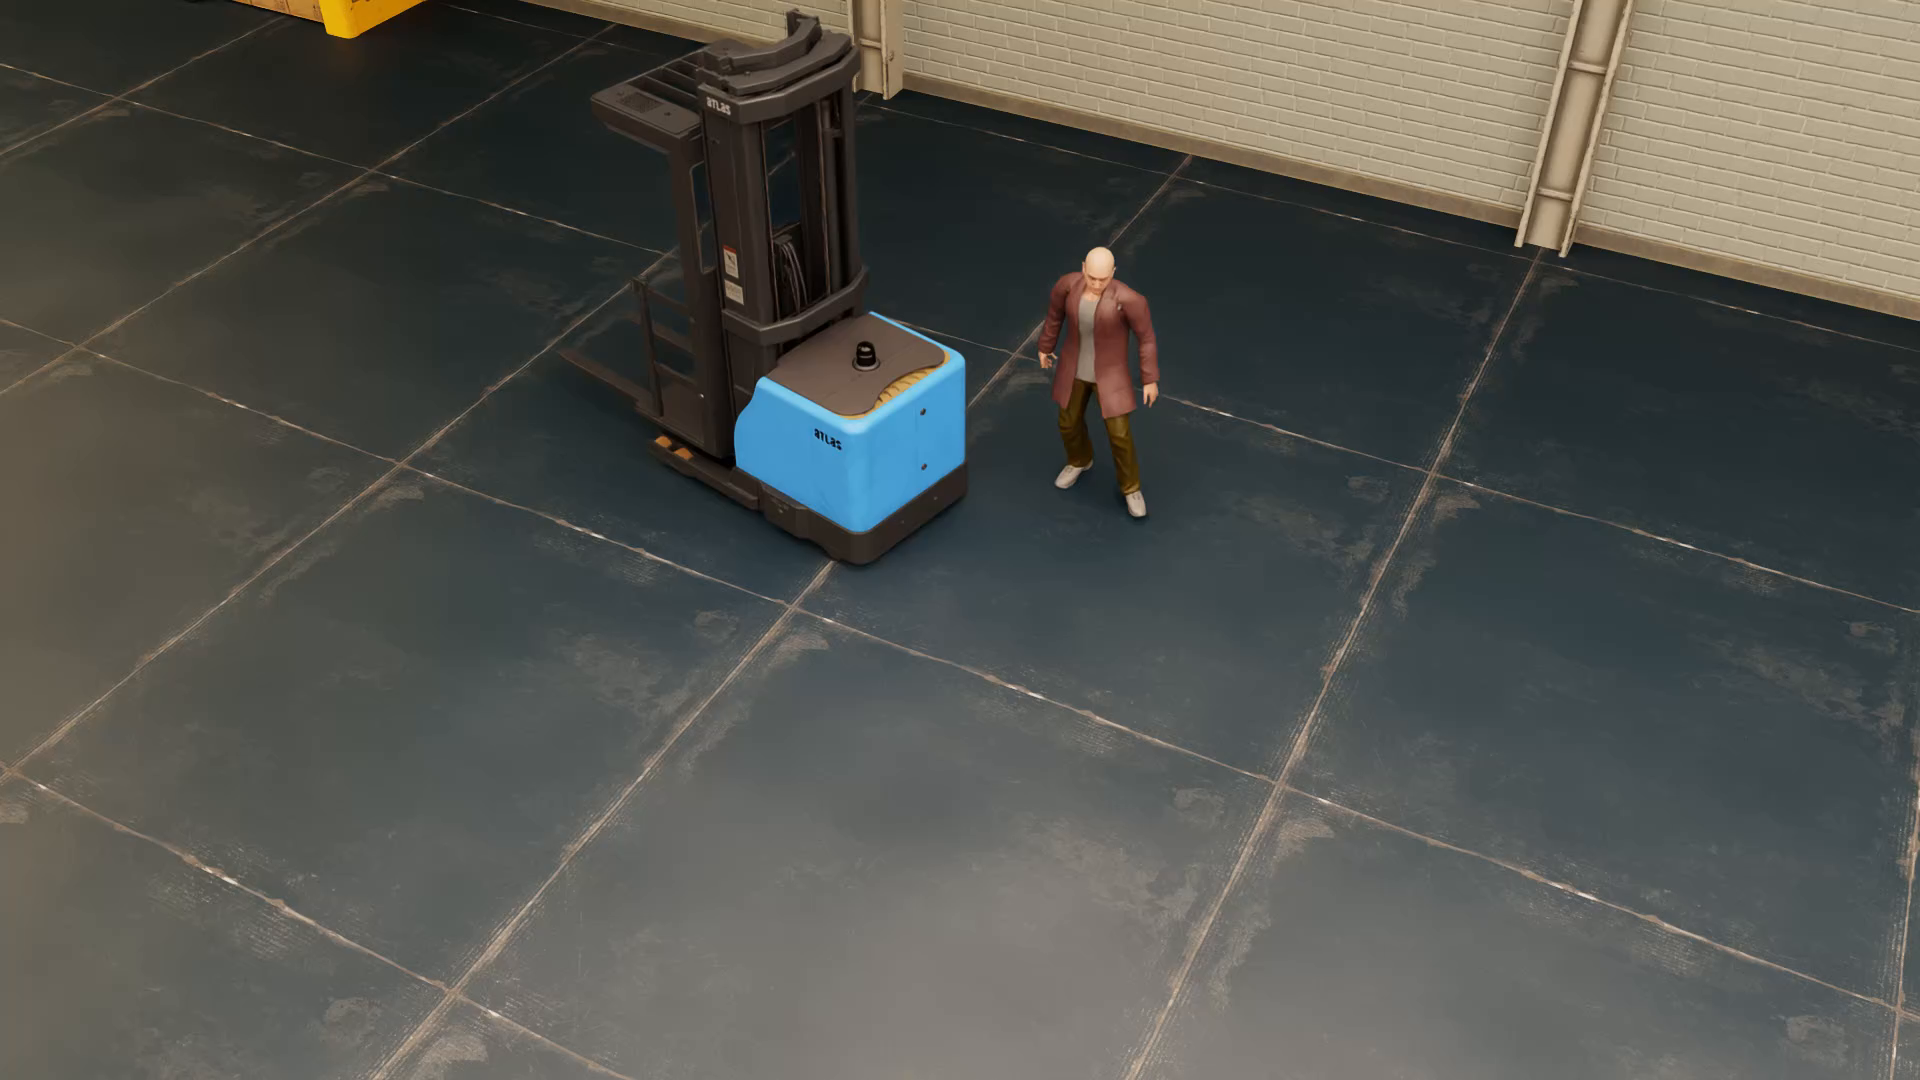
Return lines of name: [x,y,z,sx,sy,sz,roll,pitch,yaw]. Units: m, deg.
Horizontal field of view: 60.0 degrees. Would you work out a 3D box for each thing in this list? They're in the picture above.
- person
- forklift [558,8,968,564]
person: [0.841,-1.040,10.116,0.890,1.713,0.410,19,44,21]
forklift: [-1.403,-1.780,10.100,3.031,2.935,1.130,29,48,30]
